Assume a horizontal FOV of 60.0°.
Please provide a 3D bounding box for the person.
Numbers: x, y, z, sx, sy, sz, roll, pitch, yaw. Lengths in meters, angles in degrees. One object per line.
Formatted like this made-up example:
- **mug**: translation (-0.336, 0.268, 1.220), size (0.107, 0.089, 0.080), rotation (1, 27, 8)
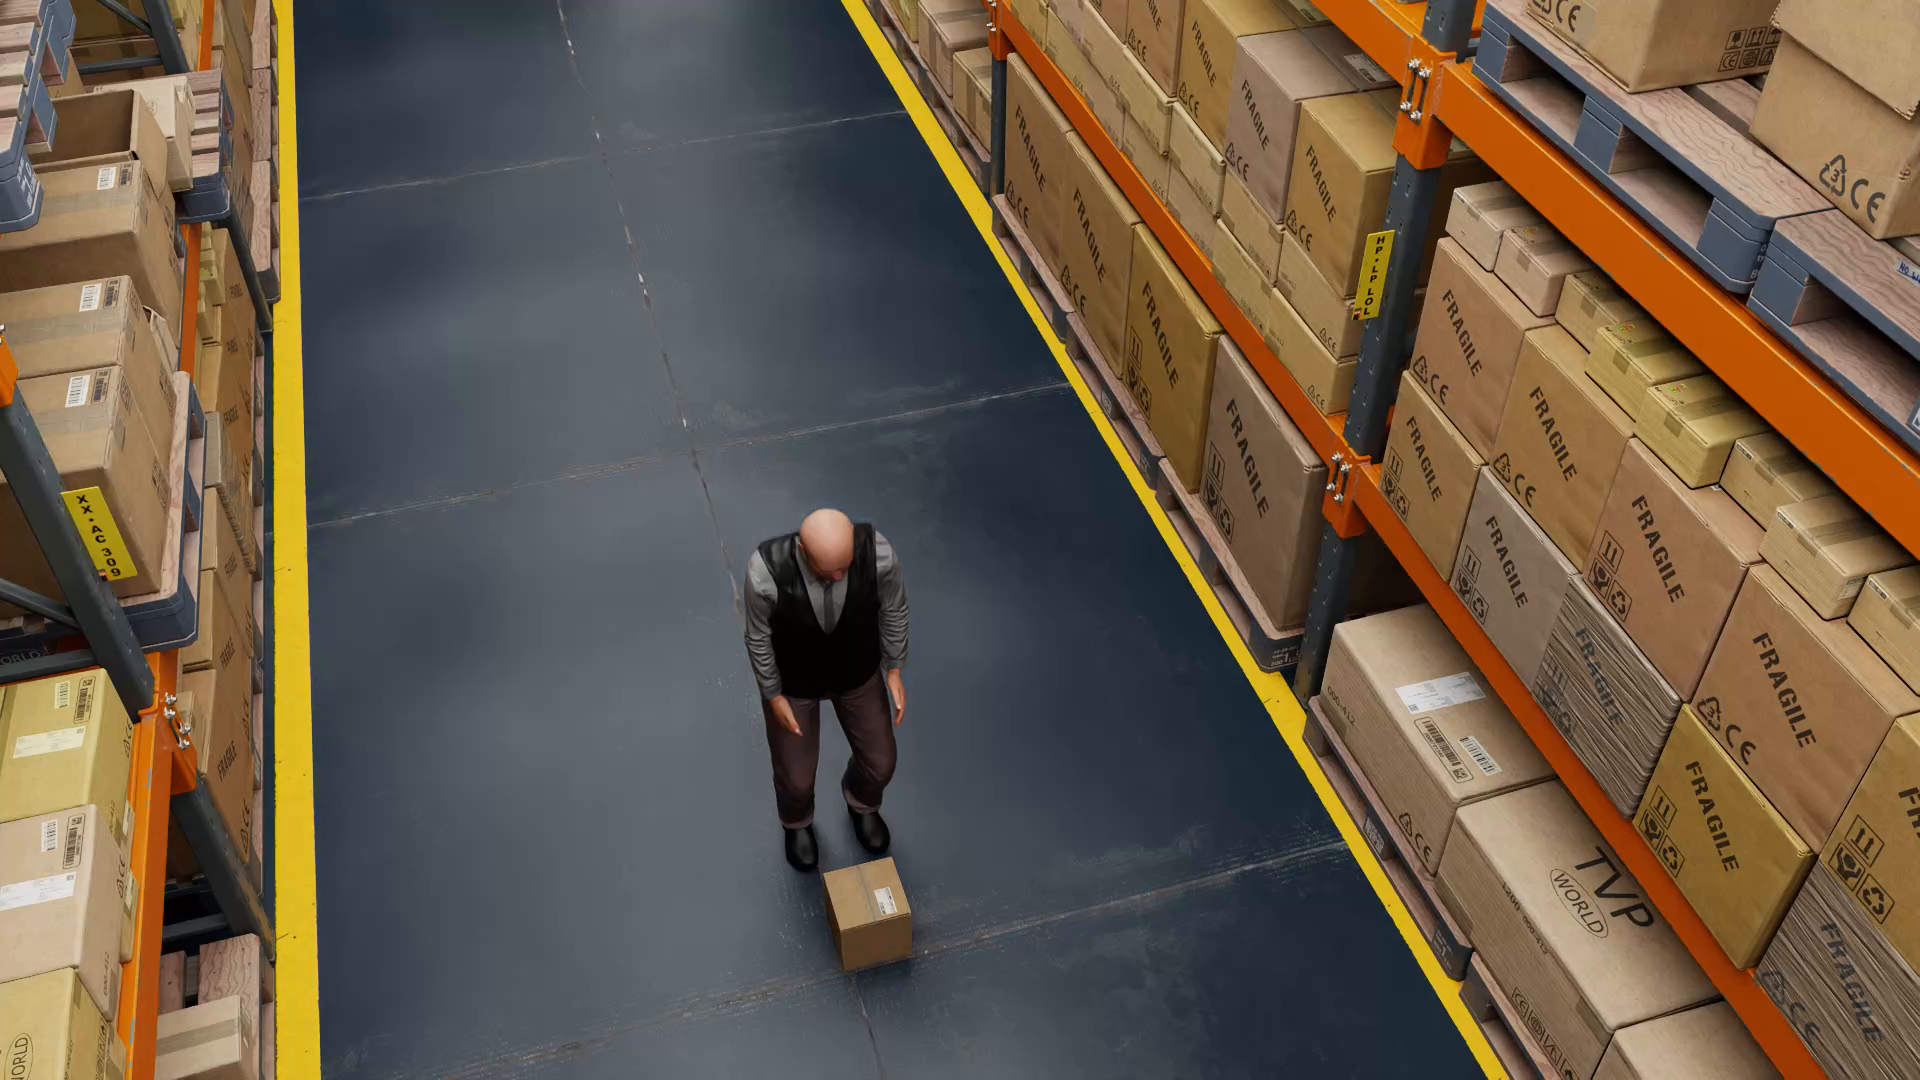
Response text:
- **person**: translation (-0.439, 0.478, 5.702), size (0.563, 1.658, 0.427), rotation (-11, 43, -12)
